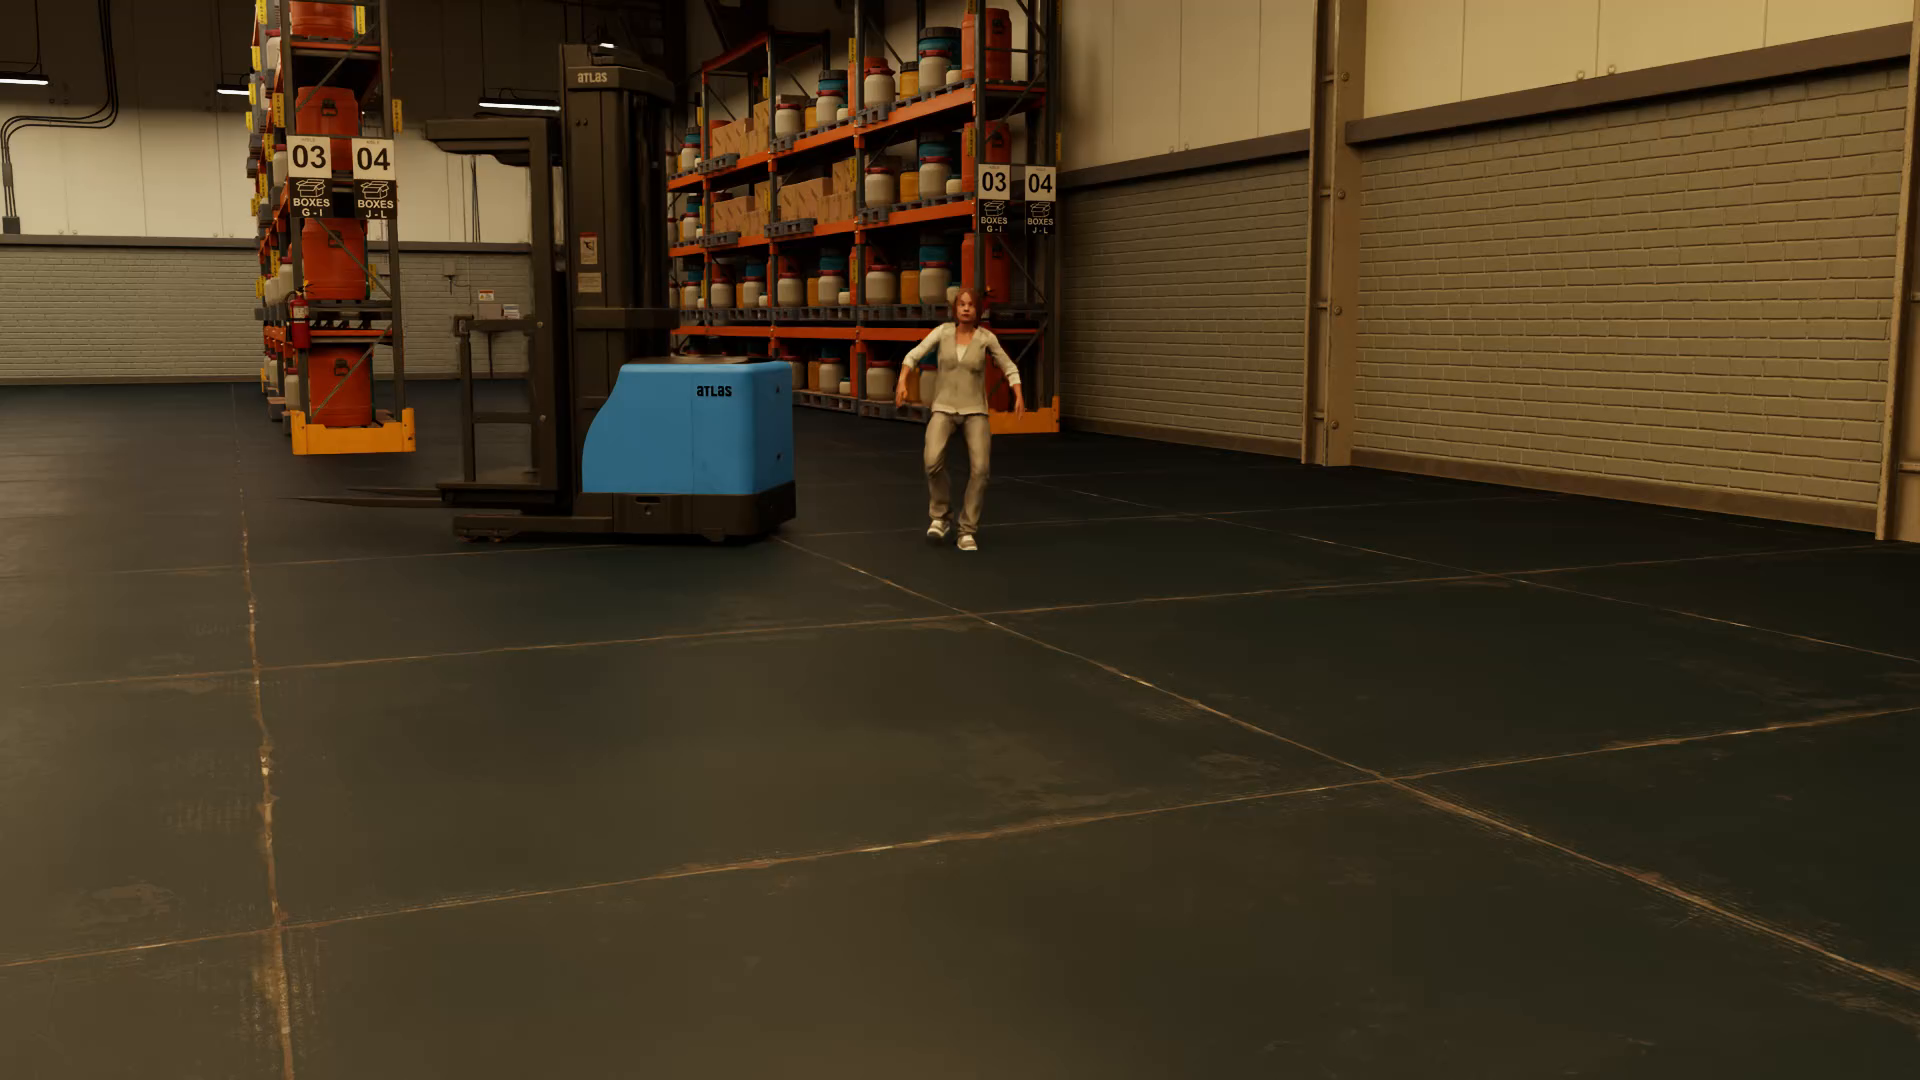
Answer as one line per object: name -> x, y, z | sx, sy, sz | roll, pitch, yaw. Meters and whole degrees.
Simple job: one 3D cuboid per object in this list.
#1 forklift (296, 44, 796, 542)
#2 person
forklift -> -2.622, -1.505, 10.358 | 3.031, 2.935, 1.130 | 1, 8, 9
person -> -0.006, -0.720, 9.858 | 0.766, 1.548, 0.581 | 1, 8, 5
